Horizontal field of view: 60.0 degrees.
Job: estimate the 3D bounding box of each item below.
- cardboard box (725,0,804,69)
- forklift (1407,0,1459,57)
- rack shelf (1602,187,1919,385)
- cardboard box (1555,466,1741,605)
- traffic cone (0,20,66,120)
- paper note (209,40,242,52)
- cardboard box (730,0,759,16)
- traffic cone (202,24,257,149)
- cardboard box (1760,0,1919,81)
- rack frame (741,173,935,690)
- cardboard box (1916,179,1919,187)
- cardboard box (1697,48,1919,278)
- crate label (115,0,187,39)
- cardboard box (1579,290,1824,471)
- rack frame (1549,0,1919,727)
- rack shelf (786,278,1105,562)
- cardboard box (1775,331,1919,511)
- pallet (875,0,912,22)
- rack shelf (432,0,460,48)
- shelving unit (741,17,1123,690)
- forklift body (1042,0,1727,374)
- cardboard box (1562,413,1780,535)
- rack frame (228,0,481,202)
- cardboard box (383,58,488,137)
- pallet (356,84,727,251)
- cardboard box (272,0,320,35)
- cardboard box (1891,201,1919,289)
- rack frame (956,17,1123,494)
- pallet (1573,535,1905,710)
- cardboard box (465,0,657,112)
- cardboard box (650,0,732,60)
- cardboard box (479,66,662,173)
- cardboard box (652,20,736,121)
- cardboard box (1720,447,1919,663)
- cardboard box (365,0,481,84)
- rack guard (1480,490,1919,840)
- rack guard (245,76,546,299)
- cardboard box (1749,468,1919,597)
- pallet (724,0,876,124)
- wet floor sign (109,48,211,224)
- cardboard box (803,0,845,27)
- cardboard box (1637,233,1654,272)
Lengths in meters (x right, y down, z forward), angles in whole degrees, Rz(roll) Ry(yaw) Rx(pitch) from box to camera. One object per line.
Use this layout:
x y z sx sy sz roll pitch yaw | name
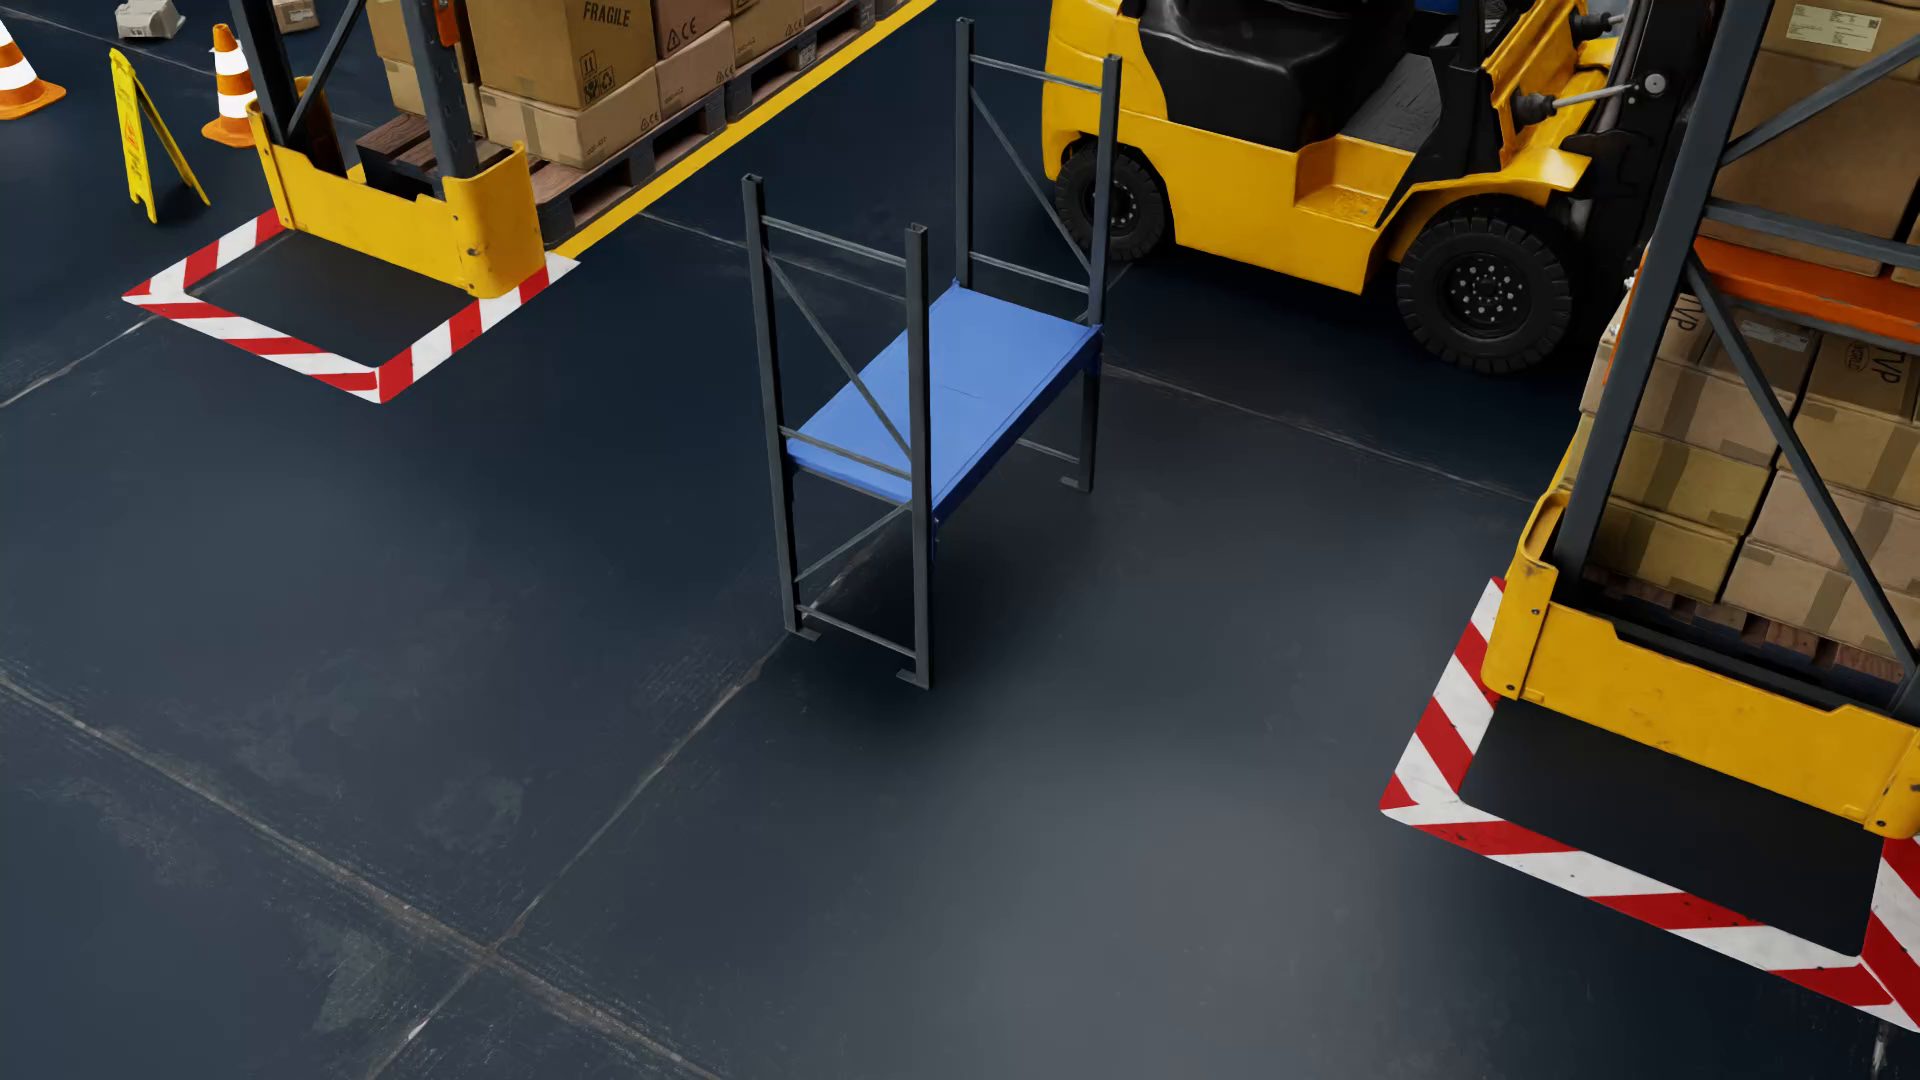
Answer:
-1.050 -2.371 7.435 0.500 0.250 0.500 24 47 25 | cardboard box
2.481 -4.242 7.849 1.130 2.935 3.031 19 45 20 | forklift
3.083 -1.504 5.232 1.077 0.370 4.000 21 45 22 | rack shelf
2.044 -0.128 4.889 0.500 0.250 0.500 21 46 22 | cardboard box
-4.250 -2.162 7.355 0.336 0.463 0.334 21 45 22 | traffic cone
-3.468 -2.354 7.900 0.148 0.019 0.142 7 42 8 | paper note
-1.047 -2.645 7.179 0.500 0.500 0.500 22 46 23 | cardboard box
-3.119 -1.989 7.159 0.336 0.463 0.334 21 45 22 | traffic cone
2.013 -1.201 3.778 0.380 0.149 0.250 22 46 23 | cardboard box
-0.297 -0.223 4.369 0.500 1.500 0.032 21 45 22 | rack frame
2.812 -1.164 4.226 0.500 0.500 0.500 22 46 23 | cardboard box
2.101 -1.035 4.080 0.500 0.500 0.500 20 45 21 | cardboard box
-3.910 -2.510 7.997 0.250 0.136 0.298 0 41 0 | crate label
2.043 -0.497 4.551 0.500 0.250 0.500 22 46 23 | cardboard box
2.082 -0.629 3.695 1.000 3.000 0.127 21 45 22 | rack frame
-0.043 -0.379 4.818 0.538 0.185 1.000 21 45 22 | rack shelf
2.487 -0.343 4.376 0.500 0.250 0.500 20 45 21 | cardboard box
-0.521 -3.115 8.628 1.003 0.211 1.213 21 45 22 | pallet
-1.216 -3.143 7.094 1.077 0.370 4.000 21 45 22 | rack shelf
-0.043 -0.514 4.699 0.538 1.500 1.048 21 45 22 | shelving unit
1.452 -1.999 5.893 2.313 2.155 1.214 21 45 22 | forklift body
2.055 -0.325 4.733 0.500 0.250 0.500 20 45 22 | cardboard box
-2.217 -2.269 5.557 1.000 3.000 0.127 21 45 22 | rack frame
-2.034 -1.960 6.969 0.500 0.250 0.500 21 45 22 | cardboard box
-1.742 -1.719 7.042 1.003 0.211 1.213 21 45 22 | pallet
-3.311 -2.617 8.109 0.250 0.149 0.380 -21 45 -22 | cardboard box
2.571 -0.858 3.880 0.500 0.500 0.500 22 46 23 | cardboard box
0.212 -0.805 5.029 0.500 1.500 0.032 21 45 22 | rack frame
2.429 -0.034 5.129 1.003 0.211 1.213 21 45 22 | pallet
-1.563 -2.060 6.515 0.500 0.500 0.500 19 45 21 | cardboard box
-1.305 -2.360 6.856 0.500 0.500 0.500 19 45 21 | cardboard box
-1.574 -1.765 6.747 0.500 0.250 0.500 21 45 22 | cardboard box
-1.312 -2.054 7.076 0.500 0.250 0.500 23 46 24 | cardboard box
2.497 0.029 4.711 0.500 0.250 0.500 21 46 22 | cardboard box
-2.042 -2.221 6.697 0.500 0.500 0.500 21 46 22 | cardboard box
2.070 0.322 4.506 1.175 0.500 0.348 21 45 22 | rack guard
-2.179 -1.374 6.432 1.175 0.500 0.348 21 45 22 | rack guard
2.497 -0.143 4.527 0.500 0.250 0.500 22 46 23 | cardboard box
-1.131 -2.414 7.832 1.003 0.211 1.213 21 45 22 | pallet
-3.239 -1.630 6.613 0.232 0.644 0.267 -29 49 -29 | wet floor sign
-0.795 -2.659 7.762 0.500 0.250 0.500 22 46 23 | cardboard box
2.293 -0.791 4.885 0.500 0.250 0.500 22 46 23 | cardboard box
